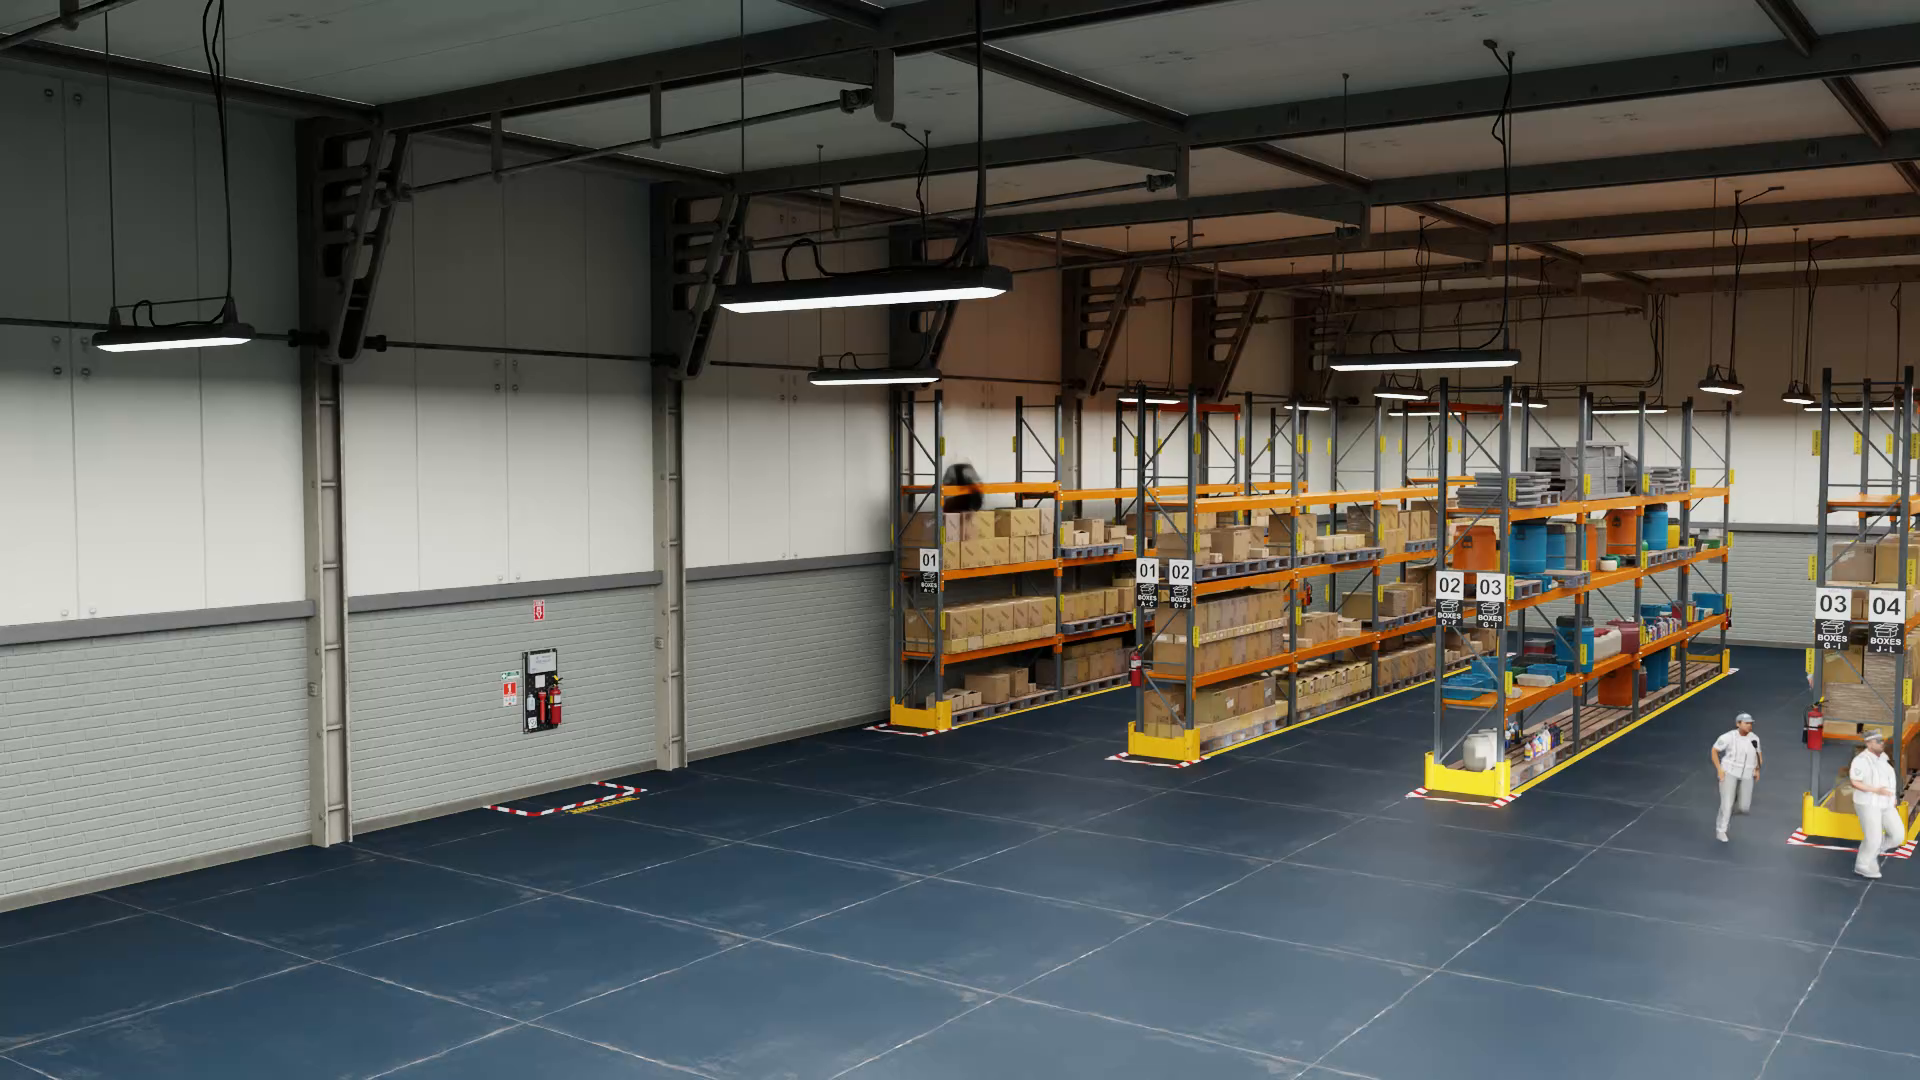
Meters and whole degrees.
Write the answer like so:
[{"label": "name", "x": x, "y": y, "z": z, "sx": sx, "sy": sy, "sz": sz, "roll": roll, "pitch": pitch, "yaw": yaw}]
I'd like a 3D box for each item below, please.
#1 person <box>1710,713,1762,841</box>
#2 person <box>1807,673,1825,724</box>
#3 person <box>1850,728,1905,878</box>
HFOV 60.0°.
[{"label": "person", "x": 9.940, "y": 3.019, "z": 21.267, "sx": 0.649, "sy": 1.622, "sz": 0.506, "roll": 0, "pitch": 3, "yaw": 3}, {"label": "person", "x": 14.939, "y": 2.627, "z": 28.754, "sx": 0.536, "sy": 1.544, "sz": 0.576, "roll": 2, "pitch": 4, "yaw": 26}, {"label": "person", "x": 10.629, "y": 3.042, "z": 19.203, "sx": 0.649, "sy": 1.737, "sz": 0.599, "roll": -1, "pitch": 3, "yaw": -21}]
